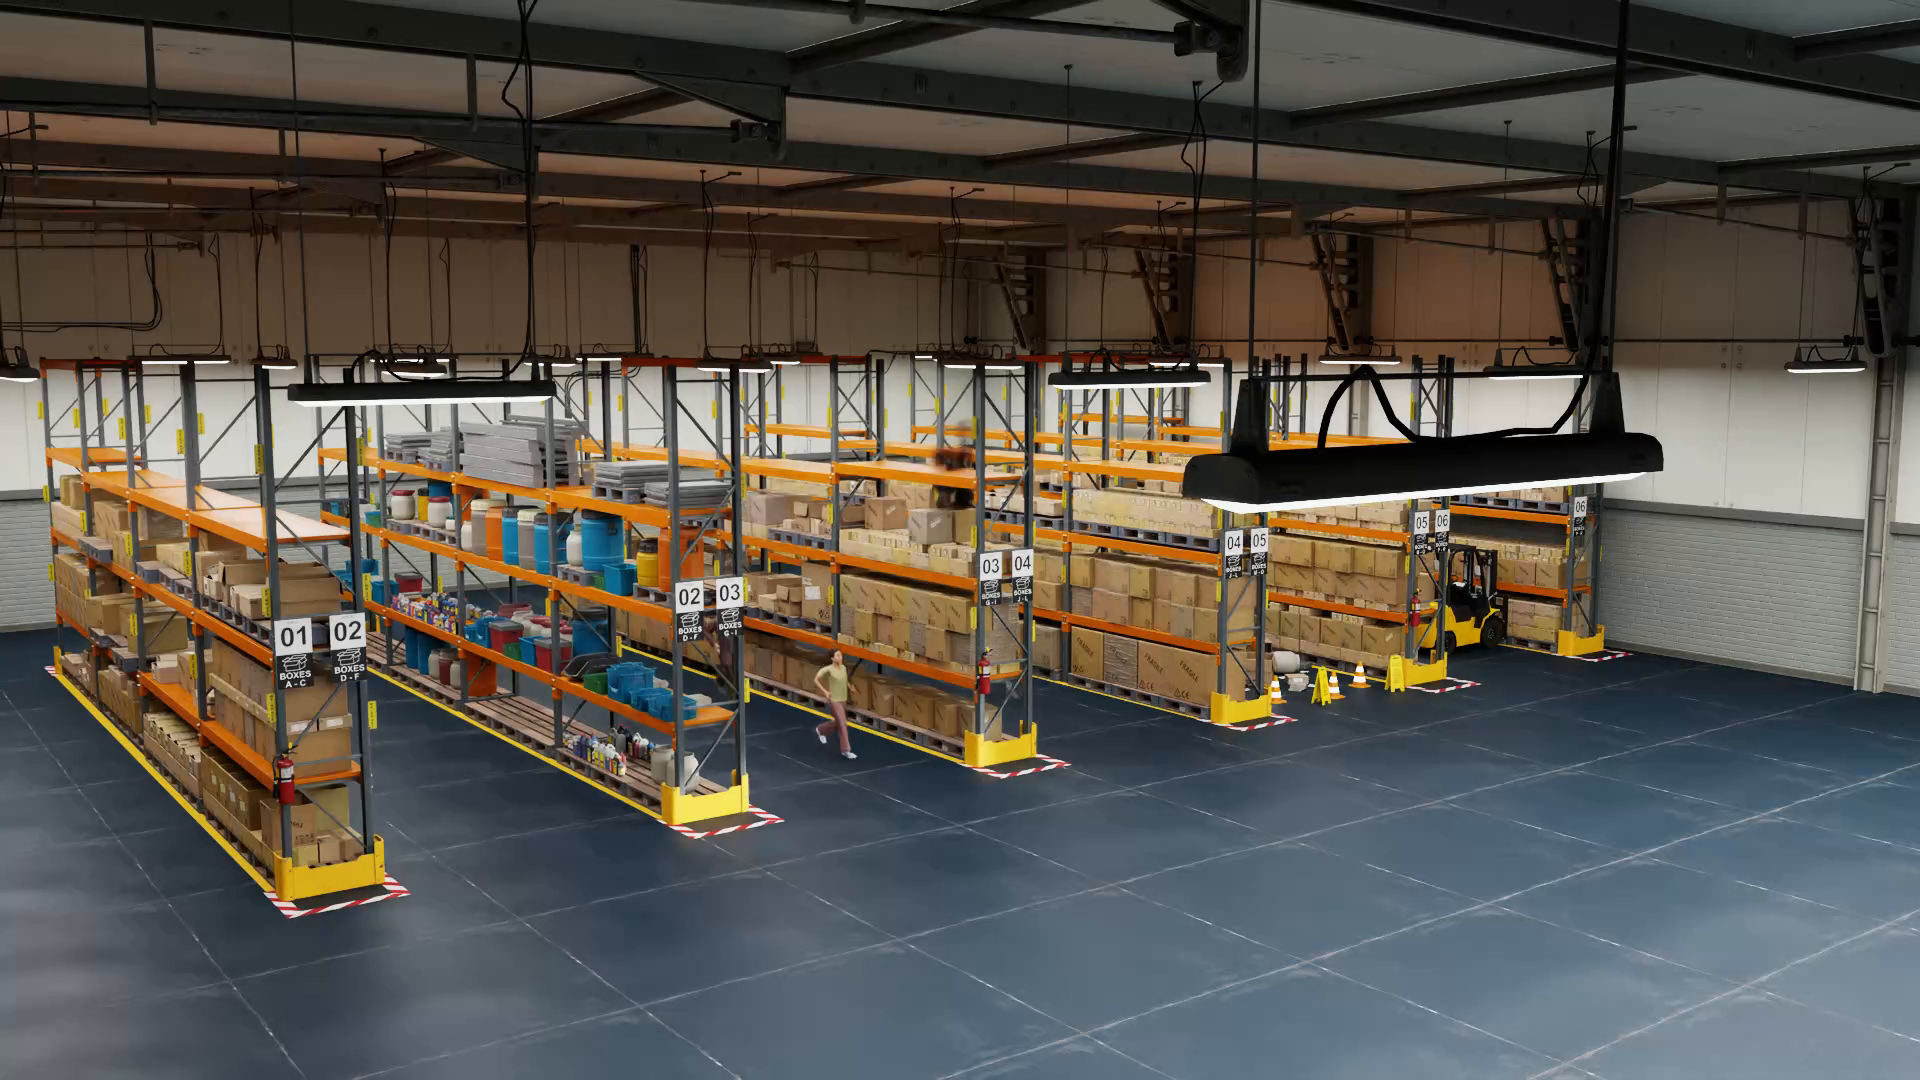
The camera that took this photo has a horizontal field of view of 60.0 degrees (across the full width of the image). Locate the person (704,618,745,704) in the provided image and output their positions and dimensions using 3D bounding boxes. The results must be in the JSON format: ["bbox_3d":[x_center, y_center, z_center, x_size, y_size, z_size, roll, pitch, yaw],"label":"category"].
[{"bbox_3d":[-4.059,1.964,29.036,0.716,1.754,1.016,-6,9,-43],"label":"person"}]

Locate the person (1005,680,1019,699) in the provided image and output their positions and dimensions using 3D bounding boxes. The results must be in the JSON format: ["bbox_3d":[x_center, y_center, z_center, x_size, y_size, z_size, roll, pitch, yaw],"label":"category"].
[{"bbox_3d":[0.665,1.942,29.588,0.883,1.694,0.589,7,10,44],"label":"person"}]

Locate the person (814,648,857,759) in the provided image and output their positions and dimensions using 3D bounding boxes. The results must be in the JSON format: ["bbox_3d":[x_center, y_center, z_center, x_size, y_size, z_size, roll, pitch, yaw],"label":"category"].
[{"bbox_3d":[-1.915,2.469,25.422,0.894,1.671,0.579,6,9,39],"label":"person"}]
